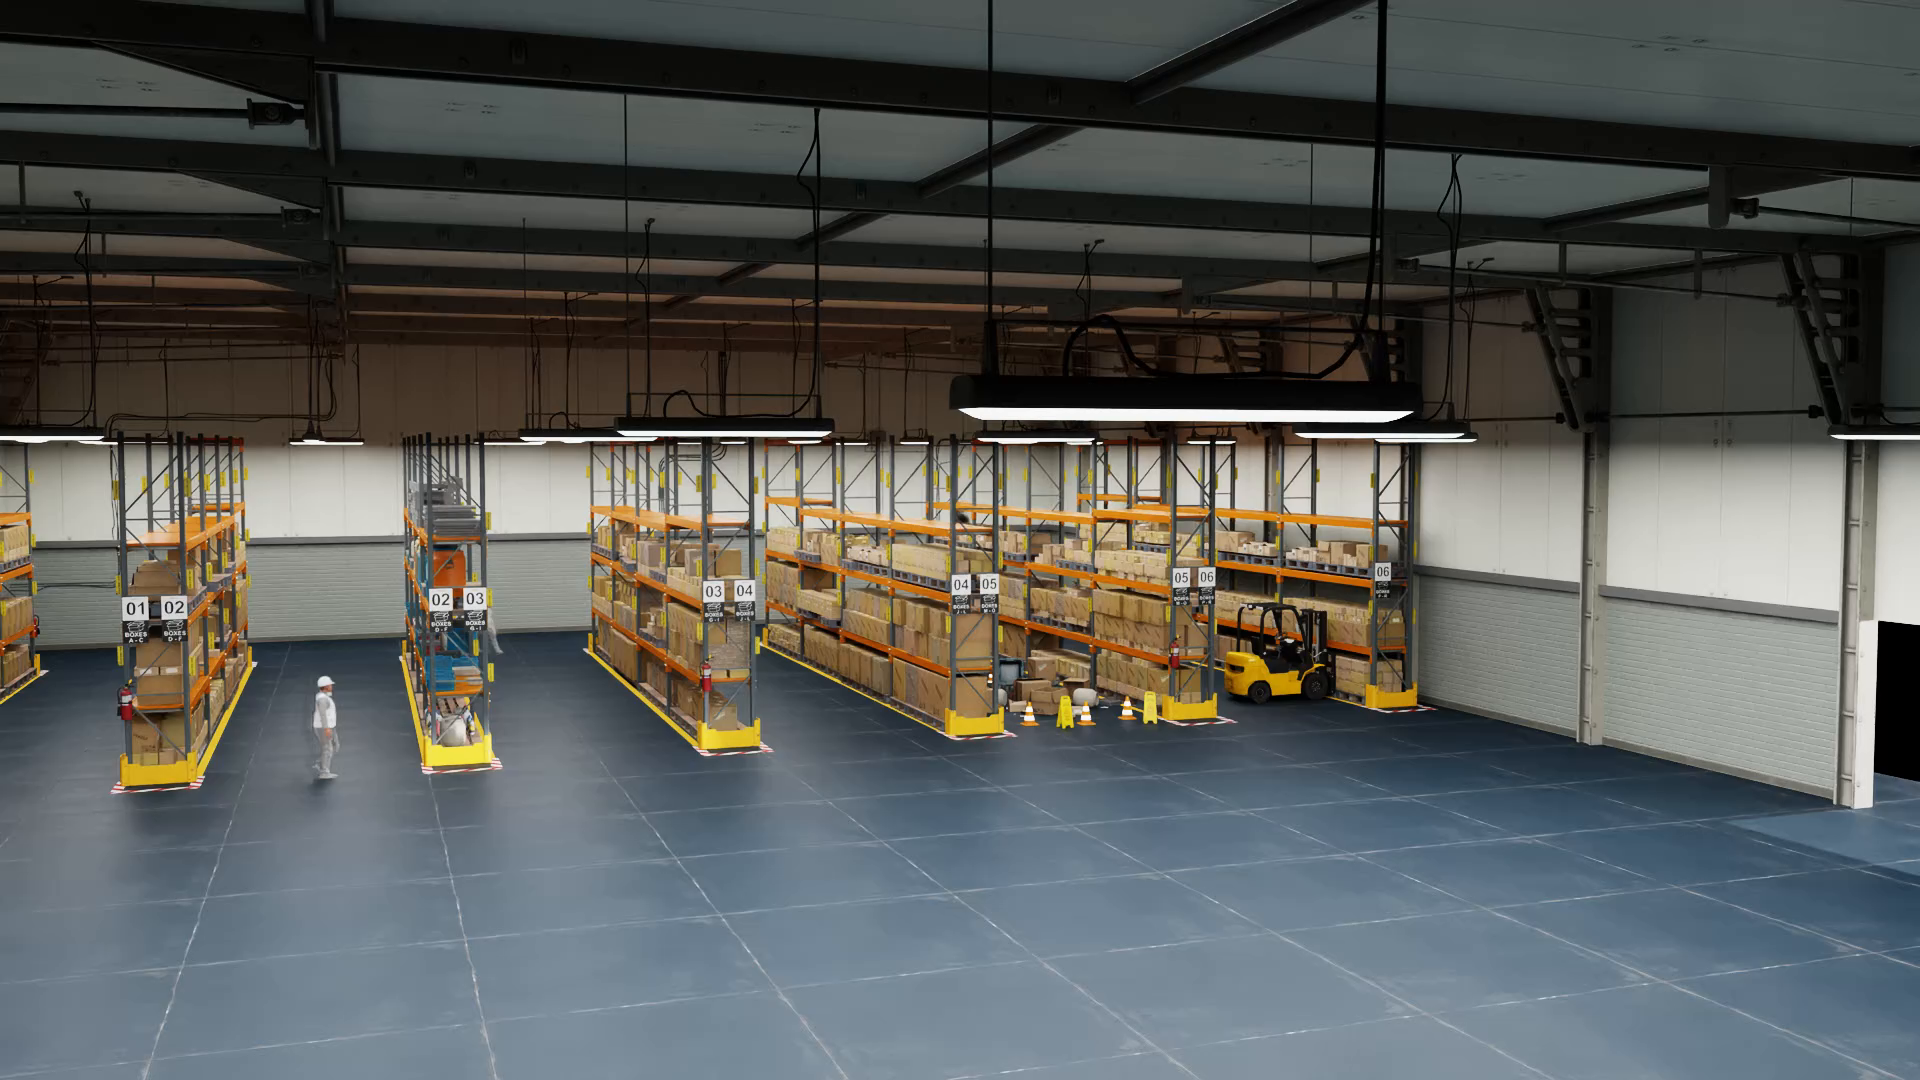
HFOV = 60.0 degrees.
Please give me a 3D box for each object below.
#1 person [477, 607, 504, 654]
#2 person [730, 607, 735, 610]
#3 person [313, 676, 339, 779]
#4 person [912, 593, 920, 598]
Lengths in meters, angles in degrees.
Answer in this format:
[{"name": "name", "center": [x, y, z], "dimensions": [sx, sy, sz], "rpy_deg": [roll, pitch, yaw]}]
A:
[{"name": "person", "center": [-13.092, 2.288, 45.968], "dimensions": [0.546, 1.714, 1.068], "rpy_deg": [-3, 4, -43]}, {"name": "person", "center": [-6.713, 2.073, 50.339], "dimensions": [0.712, 1.725, 1.032], "rpy_deg": [0, 3, -5]}, {"name": "person", "center": [-11.040, 3.245, 28.857], "dimensions": [0.467, 1.771, 0.611], "rpy_deg": [0, 3, -7]}, {"name": "person", "center": [-1.222, 2.169, 46.298], "dimensions": [0.452, 1.719, 0.654], "rpy_deg": [-3, 4, -43]}]
